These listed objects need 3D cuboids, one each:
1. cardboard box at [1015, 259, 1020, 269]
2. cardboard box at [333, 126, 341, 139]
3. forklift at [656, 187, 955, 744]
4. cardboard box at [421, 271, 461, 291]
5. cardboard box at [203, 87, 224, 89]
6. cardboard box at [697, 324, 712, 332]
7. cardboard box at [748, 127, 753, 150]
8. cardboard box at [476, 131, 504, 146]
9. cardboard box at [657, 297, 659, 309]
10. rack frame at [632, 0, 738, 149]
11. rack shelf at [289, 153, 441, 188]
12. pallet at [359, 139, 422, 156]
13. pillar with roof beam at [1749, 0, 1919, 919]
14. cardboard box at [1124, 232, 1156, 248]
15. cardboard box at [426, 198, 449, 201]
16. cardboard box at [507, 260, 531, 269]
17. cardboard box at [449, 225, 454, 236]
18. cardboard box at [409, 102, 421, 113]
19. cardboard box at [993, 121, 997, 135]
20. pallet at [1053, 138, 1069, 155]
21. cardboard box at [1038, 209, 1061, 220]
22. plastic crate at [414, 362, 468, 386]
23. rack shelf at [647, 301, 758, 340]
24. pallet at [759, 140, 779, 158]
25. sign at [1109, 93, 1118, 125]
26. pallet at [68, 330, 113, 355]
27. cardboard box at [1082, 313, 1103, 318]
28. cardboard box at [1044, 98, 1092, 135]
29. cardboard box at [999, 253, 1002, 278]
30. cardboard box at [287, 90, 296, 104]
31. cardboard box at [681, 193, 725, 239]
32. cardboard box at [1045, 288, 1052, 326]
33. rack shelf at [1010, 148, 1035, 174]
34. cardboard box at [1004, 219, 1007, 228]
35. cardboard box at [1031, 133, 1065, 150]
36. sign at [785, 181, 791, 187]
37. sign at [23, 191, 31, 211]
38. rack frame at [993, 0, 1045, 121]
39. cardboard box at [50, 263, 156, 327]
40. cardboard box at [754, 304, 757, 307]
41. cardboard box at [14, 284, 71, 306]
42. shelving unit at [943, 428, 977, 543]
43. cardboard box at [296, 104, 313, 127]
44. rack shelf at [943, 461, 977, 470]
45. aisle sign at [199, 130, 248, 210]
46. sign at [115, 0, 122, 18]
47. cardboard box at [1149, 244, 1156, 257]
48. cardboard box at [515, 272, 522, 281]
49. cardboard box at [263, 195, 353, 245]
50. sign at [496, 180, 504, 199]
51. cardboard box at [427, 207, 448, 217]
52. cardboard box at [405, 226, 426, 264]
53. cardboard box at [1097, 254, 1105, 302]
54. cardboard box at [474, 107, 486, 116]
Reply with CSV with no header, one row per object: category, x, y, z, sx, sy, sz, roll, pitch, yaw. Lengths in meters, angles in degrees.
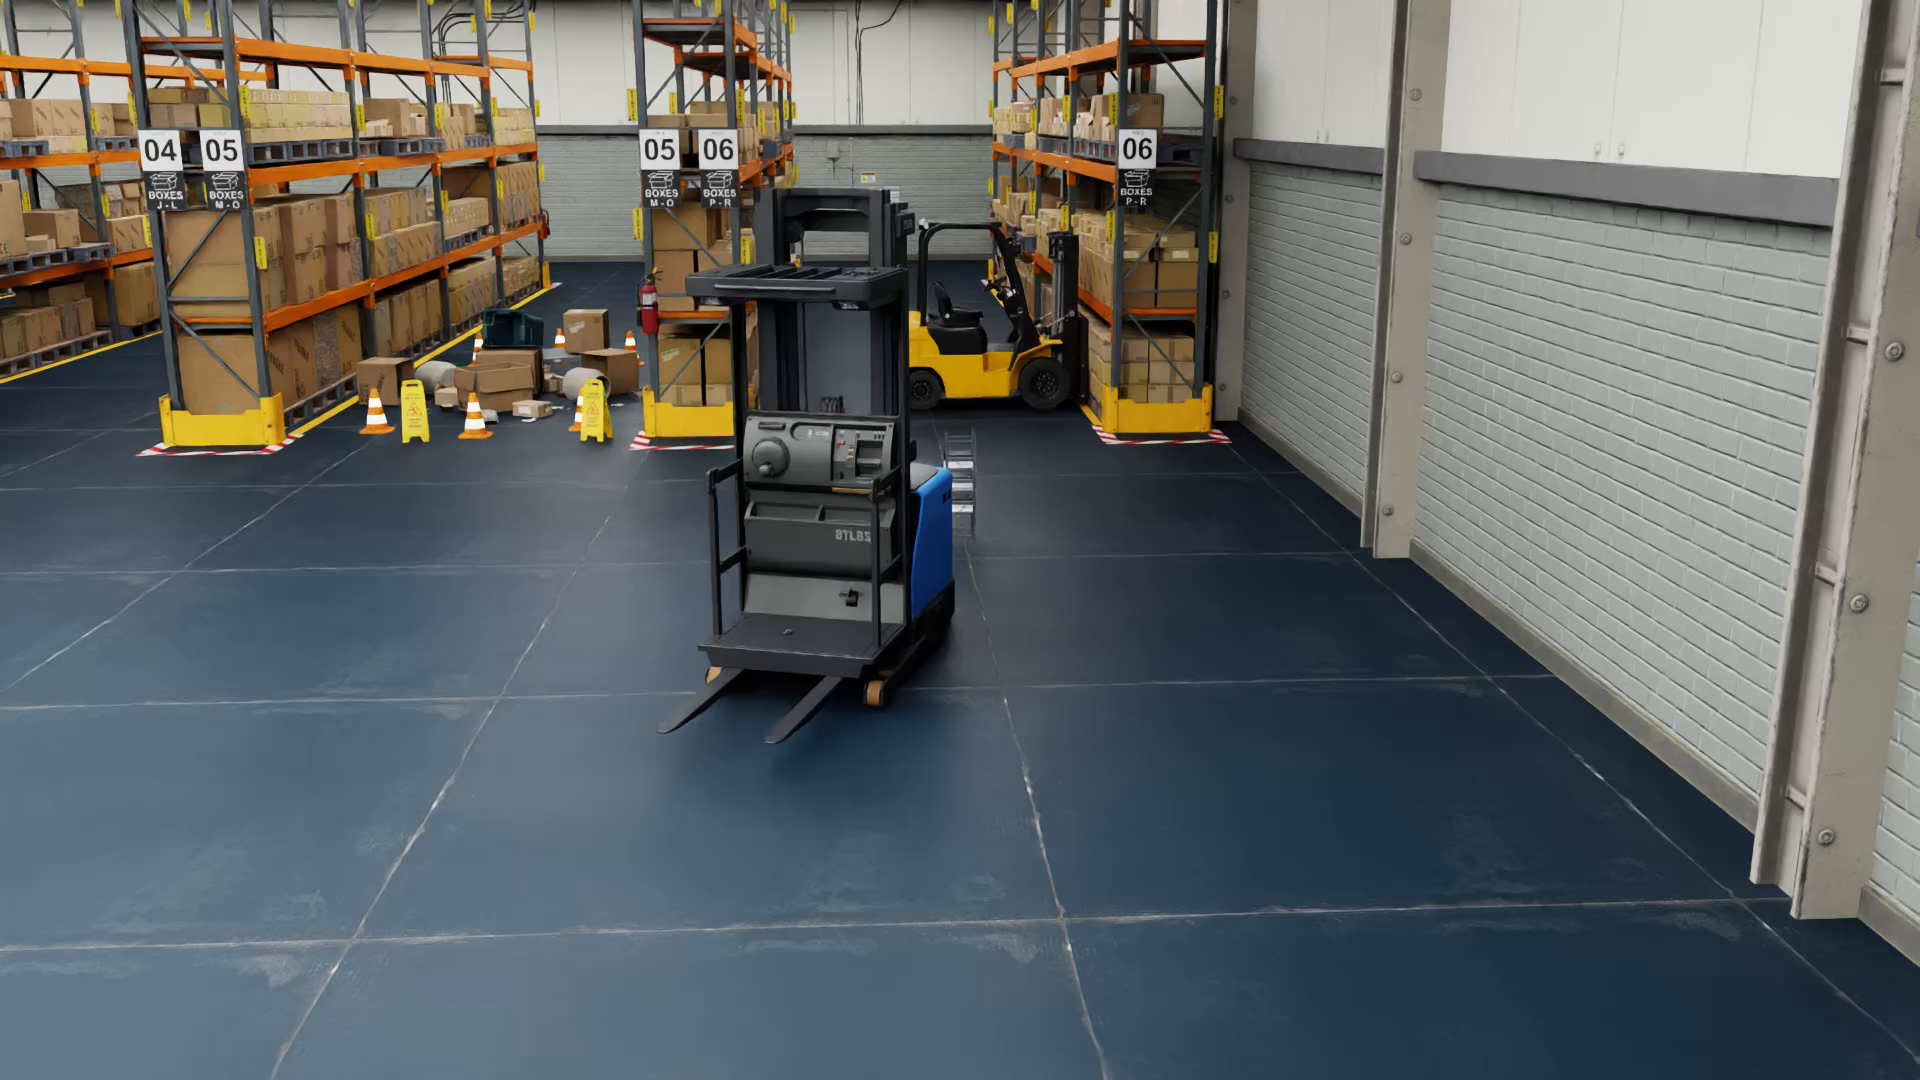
cardboard box,1.162,-4.864,29.284,0.380,0.149,0.250,0,14,-1
cardboard box,-7.613,-4.852,19.806,0.380,0.149,0.250,-1,14,-3
forklift,-0.898,-0.543,9.754,1.130,2.935,3.031,4,15,14
cardboard box,-8.037,-4.008,25.753,0.500,0.250,0.500,-2,15,-6
cardboard box,-13.573,-8.028,29.941,0.500,0.250,0.500,-1,14,-5
cardboard box,-3.175,-2.274,19.516,0.500,0.500,0.500,-1,14,-5
cardboard box,-2.661,-4.623,19.159,0.500,0.250,0.500,-1,14,-2
cardboard box,-8.248,-6.971,28.880,0.500,0.250,0.500,0,14,-1
cardboard box,-3.169,-2.618,18.186,0.380,0.149,0.250,-1,14,-4
rack frame,-2.806,-5.494,16.820,1.000,3.000,0.127,-1,14,-3
rack shelf,-8.112,-5.084,22.688,1.077,0.370,4.000,-1,14,-3
pallet,-8.070,-5.401,22.856,1.003,0.211,1.213,0,14,-1
pillar with roof beam,-0.548,-2.708,5.991,9.100,9.000,0.400,-1,14,-3
cardboard box,1.916,-3.259,18.072,0.380,0.149,0.250,-1,14,-3
cardboard box,-8.918,-5.736,28.269,0.380,0.149,0.250,0,14,-1
cardboard box,-8.319,-5.192,31.371,0.380,0.149,0.250,0,14,-1
cardboard box,-8.095,-4.807,25.849,0.380,0.149,0.250,0,14,-1
cardboard box,-8.620,-6.765,26.042,0.396,0.266,0.258,-1,14,-3
cardboard box,0.912,-8.055,32.497,0.500,0.250,0.500,-1,14,-4
pallet,1.856,-5.572,23.520,1.003,0.211,1.213,0,14,-1
cardboard box,1.379,-4.935,25.183,0.380,0.149,0.250,0,14,-2
plastic crate,-6.669,-2.125,21.293,0.450,0.188,0.662,-4,11,28
rack shelf,-2.929,-2.738,19.591,1.077,0.370,4.000,-1,14,-3
pallet,-2.985,-5.100,21.687,1.213,0.211,1.003,-1,14,-3
sign,1.606,-4.504,17.376,0.100,0.325,0.005,-1,14,-3
pallet,-13.145,-2.880,24.298,1.003,0.211,1.213,-1,14,-3
cardboard box,1.681,-2.641,20.440,0.500,0.250,0.500,0,14,-2
cardboard box,1.585,-6.101,23.954,0.700,0.500,0.500,-1,14,-5
cardboard box,1.115,-5.271,32.168,0.700,0.500,0.500,0,14,-1
cardboard box,-7.520,-4.860,18.237,0.380,0.149,0.250,-1,14,-4
cardboard box,-3.106,-3.766,19.341,0.700,0.500,0.500,-1,14,-4
cardboard box,1.726,-3.391,24.611,0.875,0.625,0.625,0,14,-2
rack shelf,1.529,-6.258,27.251,1.077,0.370,4.000,-1,14,-3
cardboard box,1.022,-5.862,30.793,0.380,0.149,0.250,-1,14,-4
cardboard box,1.379,-6.160,25.728,0.500,0.250,0.500,-1,14,-5
sign,-3.008,-6.106,29.074,0.100,0.325,0.005,-1,14,-3
sign,-13.746,-4.977,24.525,0.100,0.325,0.005,-1,14,-3
rack frame,1.157,-9.551,32.587,1.000,3.000,0.127,-1,14,-3
cardboard box,-13.214,-3.772,25.587,1.225,0.875,0.875,-2,15,-6
cardboard box,-3.276,-3.368,25.029,0.950,0.372,0.625,-2,15,-7
cardboard box,-13.078,-3.493,23.711,0.500,0.250,0.500,1,14,3
shelving unit,0.000,-0.438,13.422,0.258,0.900,0.210,-1,14,-3
cardboard box,-7.608,-4.764,18.661,0.500,0.250,0.500,-1,14,-4
rack shelf,0.000,-0.580,13.386,0.258,0.077,0.200,-1,14,-3
aisle sign,-7.436,-3.733,16.799,0.394,0.787,0.004,-1,14,-3
sign,-13.995,-8.852,27.679,0.100,0.325,0.005,-1,14,-3
cardboard box,2.298,-3.241,18.600,0.380,0.149,0.250,-1,14,-4
cardboard box,-8.302,-4.855,30.656,0.380,0.149,0.250,-1,14,-4
cardboard box,-7.849,-3.850,20.003,0.875,0.550,0.550,-1,14,-3
sign,-7.930,-6.042,28.665,0.100,0.325,0.005,-1,14,-3
cardboard box,-8.090,-5.031,25.529,0.380,0.149,0.250,-1,14,-5
cardboard box,-7.879,-4.169,23.509,0.500,0.500,0.500,-1,14,-4
cardboard box,1.833,-2.962,18.819,0.500,0.500,0.500,0,14,-2
cardboard box,-8.260,-7.363,28.601,0.380,0.149,0.250,-1,14,-4
